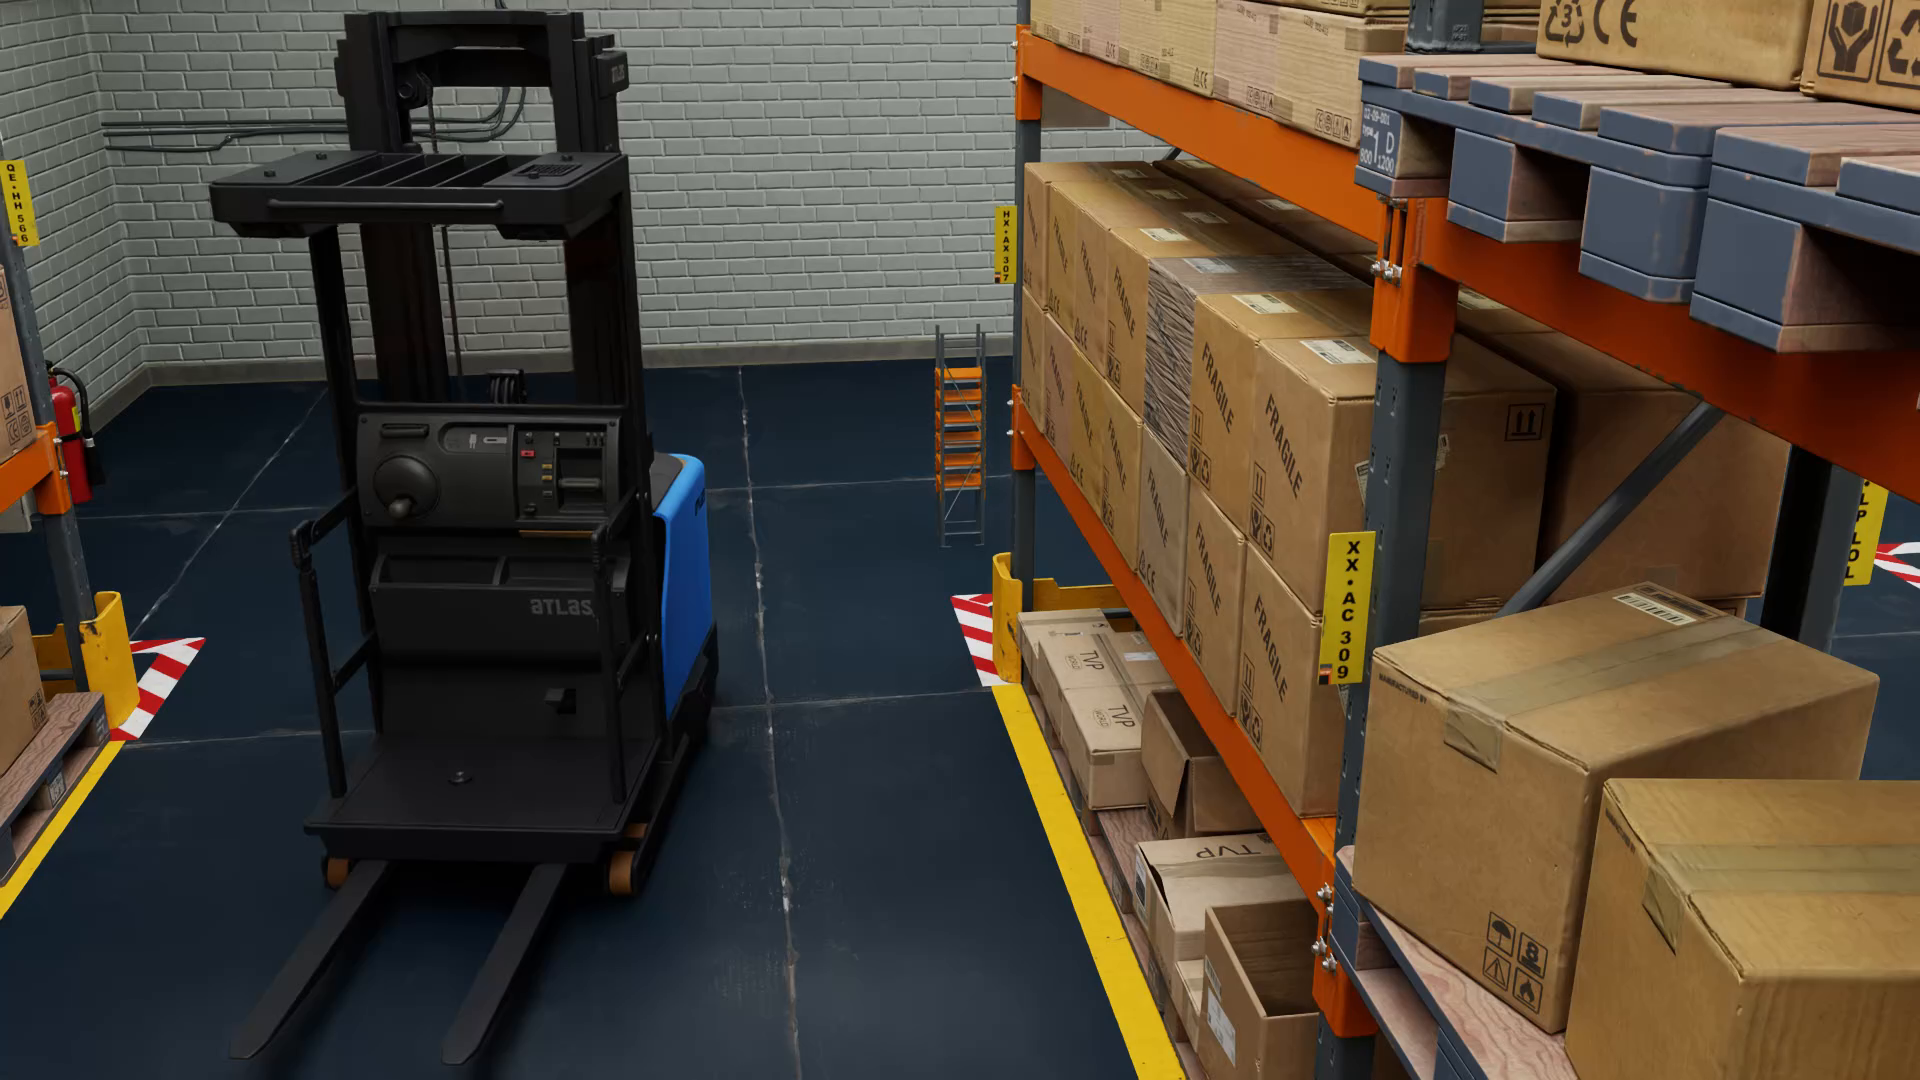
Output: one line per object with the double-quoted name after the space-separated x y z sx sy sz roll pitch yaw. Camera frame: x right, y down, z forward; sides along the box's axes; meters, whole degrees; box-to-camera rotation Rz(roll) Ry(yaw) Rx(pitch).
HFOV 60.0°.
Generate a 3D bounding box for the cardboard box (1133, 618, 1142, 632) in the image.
1.056 0.270 7.151 0.500 0.500 0.500 -3 21 -8 "cardboard box"

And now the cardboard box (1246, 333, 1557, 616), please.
0.982 -0.163 3.795 0.500 0.500 0.500 -3 21 -7 "cardboard box"

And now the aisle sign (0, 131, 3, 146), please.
-3.881 -1.878 6.241 0.394 0.787 0.004 -3 21 -8 "aisle sign"

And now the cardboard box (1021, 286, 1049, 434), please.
0.537 -0.751 6.797 0.500 0.500 0.500 -2 21 -7 "cardboard box"

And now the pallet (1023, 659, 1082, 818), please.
0.861 0.738 6.940 1.003 0.211 1.213 -3 21 -8 "pallet"

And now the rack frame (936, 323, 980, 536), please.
-0.011 -0.589 9.078 0.240 1.200 0.006 -3 21 -8 "rack frame"

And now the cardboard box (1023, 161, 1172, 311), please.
0.537 -1.219 6.622 0.500 0.500 0.500 -2 21 -6 "cardboard box"

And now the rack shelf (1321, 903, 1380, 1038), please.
1.599 1.543 1.825 1.077 0.370 4.000 -3 21 -8 "rack shelf"

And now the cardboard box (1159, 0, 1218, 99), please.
0.835 -1.322 4.397 0.500 0.250 0.500 -3 21 -8 "cardboard box"

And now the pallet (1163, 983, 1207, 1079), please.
1.213 1.582 4.678 1.003 0.211 1.213 -3 21 -8 "pallet"

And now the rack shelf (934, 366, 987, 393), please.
0.002 -0.853 8.882 0.258 0.103 0.180 -3 21 -8 "rack shelf"

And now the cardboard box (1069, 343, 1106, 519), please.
0.686 -0.399 5.854 0.500 0.500 0.500 -3 21 -8 "cardboard box"

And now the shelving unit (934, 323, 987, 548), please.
0.002 -0.557 8.993 0.258 1.200 0.189 -3 21 -8 "shelving unit"

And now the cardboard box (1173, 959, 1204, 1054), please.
0.834 1.333 4.804 0.380 0.149 0.250 -3 21 -8 "cardboard box"

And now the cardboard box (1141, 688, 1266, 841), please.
1.035 0.827 5.654 0.797 0.503 0.637 -3 21 -8 "cardboard box"

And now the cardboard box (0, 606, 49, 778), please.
-3.967 0.592 6.317 0.700 0.500 0.500 -3 21 -8 "cardboard box"

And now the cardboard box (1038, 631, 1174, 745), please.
0.604 0.587 6.660 0.500 0.250 0.500 -3 21 -8 "cardboard box"

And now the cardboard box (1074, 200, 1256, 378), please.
0.687 -0.865 5.674 0.500 0.500 0.500 -3 21 -7 "cardboard box"

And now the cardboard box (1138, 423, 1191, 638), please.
0.833 -0.049 4.918 0.500 0.500 0.500 -2 21 -7 "cardboard box"

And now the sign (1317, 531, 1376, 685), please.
0.775 0.138 3.321 0.100 0.325 0.005 -3 21 -8 "sign"

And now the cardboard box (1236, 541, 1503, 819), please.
0.985 0.307 3.965 0.500 0.500 0.500 -3 21 -7 "cardboard box"

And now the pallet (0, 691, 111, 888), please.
-3.975 0.959 6.346 1.003 0.211 1.213 -3 21 -8 "pallet"

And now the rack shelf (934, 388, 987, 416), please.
0.002 -0.740 8.924 0.258 0.103 0.180 -3 21 -8 "rack shelf"

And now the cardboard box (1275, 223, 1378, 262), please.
1.297 -0.714 5.269 0.500 0.500 0.500 -2 21 -6 "cardboard box"

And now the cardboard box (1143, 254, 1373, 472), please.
0.833 -0.515 4.736 0.500 0.500 0.500 -3 21 -7 "cardboard box"

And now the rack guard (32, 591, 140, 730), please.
-4.171 0.543 7.049 1.175 0.500 0.348 -3 21 -8 "rack guard"

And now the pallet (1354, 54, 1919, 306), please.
1.335 -0.574 2.447 1.213 0.211 1.003 -3 21 -8 "pallet"

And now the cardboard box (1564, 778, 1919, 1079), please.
1.320 0.680 2.364 0.700 0.500 0.500 0 20 1 "cardboard box"

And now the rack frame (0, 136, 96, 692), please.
-4.167 -0.620 6.589 1.000 3.000 0.127 -3 21 -8 "rack frame"

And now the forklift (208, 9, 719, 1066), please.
-1.663 -0.232 5.648 1.130 2.935 3.031 1 20 2 "forklift"

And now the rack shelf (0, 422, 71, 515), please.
-3.879 0.410 4.861 1.077 0.370 4.000 -3 21 -8 "rack shelf"

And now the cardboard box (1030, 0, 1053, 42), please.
0.557 -2.015 6.252 0.500 0.250 0.500 -3 21 -8 "cardboard box"

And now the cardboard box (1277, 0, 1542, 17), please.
0.972 -1.210 3.381 0.500 0.250 0.500 -3 21 -8 "cardboard box"

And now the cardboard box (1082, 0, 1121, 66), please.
0.690 -1.669 5.324 0.500 0.250 0.500 -3 21 -8 "cardboard box"

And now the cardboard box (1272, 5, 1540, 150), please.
0.977 -0.976 3.470 0.500 0.250 0.500 -3 21 -8 "cardboard box"

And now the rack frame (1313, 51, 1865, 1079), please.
1.311 0.514 3.553 1.000 3.000 0.127 -3 21 -8 "rack frame"

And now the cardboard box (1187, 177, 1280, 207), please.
1.144 -1.071 6.225 0.500 0.500 0.500 -2 21 -6 "cardboard box"

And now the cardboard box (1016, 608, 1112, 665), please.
0.454 0.421 7.249 0.380 0.149 0.250 -3 21 -8 "cardboard box"

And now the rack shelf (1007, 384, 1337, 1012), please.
1.022 0.158 5.533 1.077 0.370 4.000 -3 21 -8 "rack shelf"

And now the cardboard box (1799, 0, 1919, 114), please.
1.429 -0.773 1.827 0.600 0.600 0.600 -3 21 -8 "cardboard box"

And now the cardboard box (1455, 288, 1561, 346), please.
1.446 -0.357 4.314 0.500 0.500 0.500 -4 21 -9 "cardboard box"

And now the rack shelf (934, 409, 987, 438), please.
0.002 -0.628 8.966 0.258 0.103 0.180 -3 21 -8 "rack shelf"

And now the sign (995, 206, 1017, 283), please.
0.197 -1.249 7.036 0.100 0.325 0.005 -3 21 -8 "sign"
